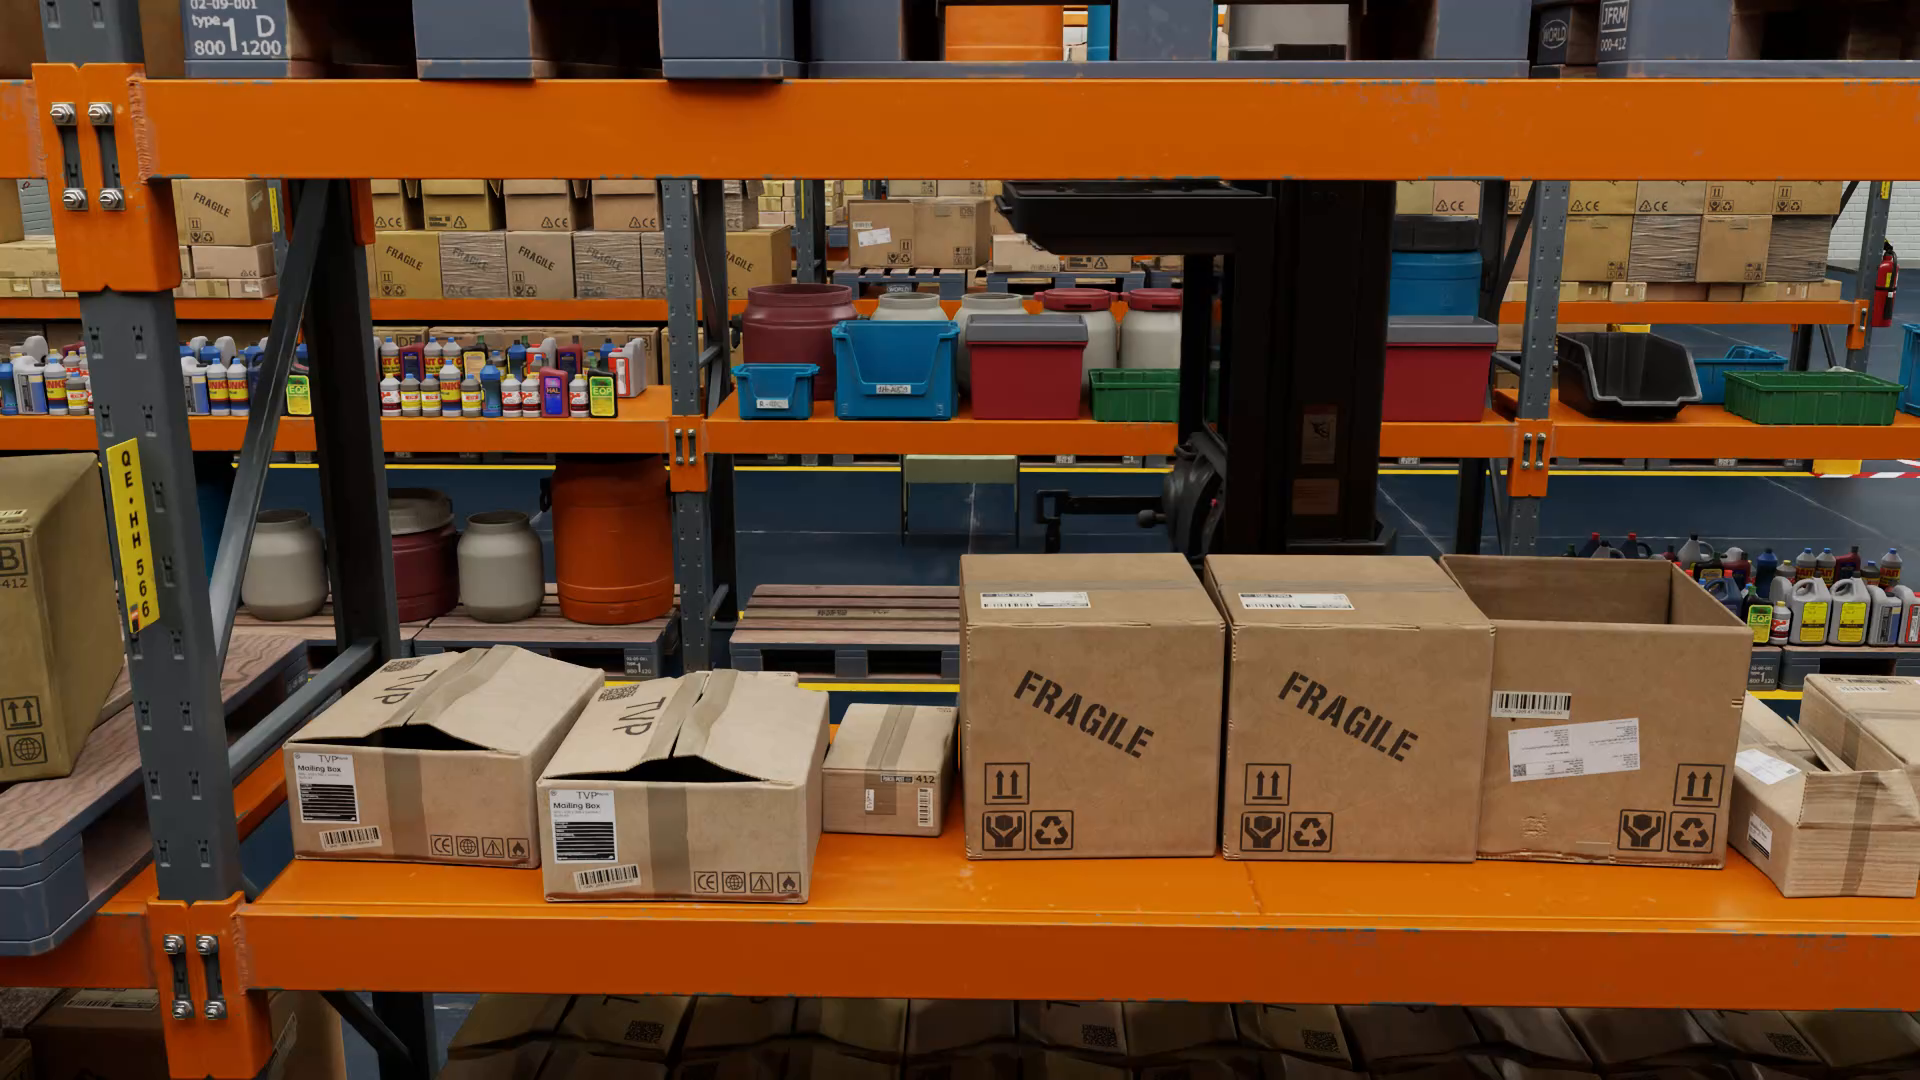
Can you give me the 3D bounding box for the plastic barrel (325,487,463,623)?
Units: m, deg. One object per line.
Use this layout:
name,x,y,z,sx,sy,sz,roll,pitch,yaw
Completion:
plastic barrel,-2.910,0.069,8.602,0.708,0.588,0.600,0,15,1

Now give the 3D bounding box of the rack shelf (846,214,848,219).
rack shelf,-2.912,-4.343,22.832,4.000,0.370,1.077,0,15,1

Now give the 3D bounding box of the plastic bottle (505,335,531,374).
plastic bottle,-2.312,-0.932,8.722,0.133,0.283,0.061,0,15,1

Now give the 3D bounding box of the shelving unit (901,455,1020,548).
shelving unit,0.007,-0.725,10.649,0.755,1.500,0.431,0,15,1

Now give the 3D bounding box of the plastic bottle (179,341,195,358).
plastic bottle,-4.004,-0.894,8.600,0.097,0.271,0.097,0,15,0

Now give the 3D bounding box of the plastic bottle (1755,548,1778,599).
plastic bottle,4.256,0.175,8.781,0.097,0.271,0.097,0,15,0

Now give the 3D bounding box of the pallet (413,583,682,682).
pallet,-2.081,0.466,8.660,1.213,0.211,1.003,0,15,1

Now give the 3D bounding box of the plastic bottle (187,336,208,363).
plastic bottle,-4.019,-0.928,8.721,0.135,0.276,0.152,0,15,1

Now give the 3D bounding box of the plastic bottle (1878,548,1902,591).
plastic bottle,4.901,0.180,8.765,0.097,0.271,0.097,0,15,0

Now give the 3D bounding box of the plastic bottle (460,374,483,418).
plastic bottle,-2.345,-0.694,7.981,0.097,0.201,0.097,0,15,0

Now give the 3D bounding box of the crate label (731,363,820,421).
crate label,-0.880,-0.708,7.973,0.416,0.233,0.303,0,15,1

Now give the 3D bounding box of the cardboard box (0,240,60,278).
cardboard box,-7.146,-2.194,12.988,0.500,0.250,0.500,0,15,0

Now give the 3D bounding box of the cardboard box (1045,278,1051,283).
cardboard box,1.148,-3.595,22.915,0.625,0.372,0.950,1,15,3

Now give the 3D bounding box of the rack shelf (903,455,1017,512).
rack shelf,0.007,-0.410,10.732,0.720,0.370,0.431,0,15,1

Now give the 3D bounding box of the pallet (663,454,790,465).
pallet,-1.952,-0.827,13.560,1.213,0.211,1.003,0,15,1

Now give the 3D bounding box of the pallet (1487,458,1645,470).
pallet,4.728,-0.774,13.359,1.213,0.211,1.003,0,15,1

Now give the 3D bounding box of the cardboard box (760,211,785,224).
cardboard box,-1.948,-3.386,17.464,0.250,0.149,0.380,1,15,2

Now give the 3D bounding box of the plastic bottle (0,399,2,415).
plastic bottle,-4.686,-0.710,8.039,0.097,0.201,0.097,0,15,0

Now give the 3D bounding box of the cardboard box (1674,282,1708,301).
cardboard box,5.542,-1.934,12.785,0.250,0.149,0.380,0,15,1

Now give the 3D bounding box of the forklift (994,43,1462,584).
forklift,0.620,-0.164,5.715,3.031,2.935,1.130,0,15,-1

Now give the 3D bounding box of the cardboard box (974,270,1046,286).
cardboard box,0.543,-2.499,18.017,0.750,0.750,1.050,1,15,2

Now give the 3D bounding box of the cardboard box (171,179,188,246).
cardboard box,-6.131,-2.550,12.866,0.500,0.500,0.500,1,15,2

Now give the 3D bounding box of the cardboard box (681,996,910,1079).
cardboard box,-0.373,1.173,3.981,0.500,0.311,0.500,0,15,1

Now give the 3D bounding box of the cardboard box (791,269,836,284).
cardboard box,-1.621,-2.838,18.325,0.500,0.250,0.500,0,15,-1

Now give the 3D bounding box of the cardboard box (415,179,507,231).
cardboard box,-3.840,-2.701,13.034,0.637,0.503,0.797,1,15,2

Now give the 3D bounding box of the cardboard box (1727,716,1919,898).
cardboard box,1.693,0.508,3.299,0.258,0.266,0.396,0,15,0

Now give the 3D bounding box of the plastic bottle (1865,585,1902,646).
plastic bottle,4.468,0.359,8.076,0.135,0.276,0.152,0,15,0

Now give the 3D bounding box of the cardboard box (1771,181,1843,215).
cardboard box,6.276,-2.715,12.511,0.500,0.500,0.500,0,15,1

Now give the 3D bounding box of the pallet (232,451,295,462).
pallet,-5.922,-0.853,13.661,1.213,0.211,1.003,0,15,1

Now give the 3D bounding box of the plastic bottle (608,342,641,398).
plastic bottle,-1.720,-0.874,8.517,0.135,0.276,0.152,0,15,1

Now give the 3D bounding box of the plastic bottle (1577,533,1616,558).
plastic bottle,3.358,0.137,8.770,0.185,0.351,0.144,0,15,0

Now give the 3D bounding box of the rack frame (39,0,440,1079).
rack frame,-1.422,0.376,3.534,0.053,2.616,0.949,0,15,1

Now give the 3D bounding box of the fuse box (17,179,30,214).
fuse box,-14.348,-4.673,25.197,0.414,1.711,0.539,0,15,1

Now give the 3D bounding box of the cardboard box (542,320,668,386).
cardboard box,-2.746,-1.344,13.396,0.875,0.875,1.225,0,15,2

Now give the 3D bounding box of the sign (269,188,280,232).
sign,-5.177,-2.492,12.554,0.005,0.325,0.100,0,15,1

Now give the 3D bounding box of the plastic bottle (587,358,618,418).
plastic bottle,-1.707,-0.725,7.937,0.133,0.283,0.061,0,15,1

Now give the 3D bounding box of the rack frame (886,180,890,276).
rack frame,-0.912,-4.678,22.691,0.127,3.000,1.000,0,15,1

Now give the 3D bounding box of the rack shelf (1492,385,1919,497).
rack shelf,4.706,-0.501,8.268,4.000,0.370,1.077,0,15,1

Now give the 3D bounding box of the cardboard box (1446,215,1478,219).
cardboard box,3.781,-2.286,12.846,0.500,0.500,0.875,0,15,1

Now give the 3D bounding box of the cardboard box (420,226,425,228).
cardboard box,-4.195,-2.287,13.432,0.500,0.500,0.500,1,15,3

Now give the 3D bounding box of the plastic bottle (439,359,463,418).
plastic bottle,-2.442,-0.729,7.975,0.097,0.271,0.097,0,15,0

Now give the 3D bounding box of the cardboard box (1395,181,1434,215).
cardboard box,3.277,-2.733,12.578,0.500,0.500,0.500,0,15,1

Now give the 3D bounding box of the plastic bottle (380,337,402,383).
plastic bottle,-2.986,-0.926,8.722,0.097,0.271,0.097,0,15,0

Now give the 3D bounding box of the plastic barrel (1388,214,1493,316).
plastic barrel,2.328,-1.184,8.464,0.708,0.901,0.600,0,15,1

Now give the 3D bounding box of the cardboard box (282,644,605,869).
cardboard box,-1.060,0.432,3.497,0.500,0.311,0.500,1,15,5

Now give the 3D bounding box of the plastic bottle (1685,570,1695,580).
plastic bottle,3.503,0.318,8.087,0.185,0.351,0.144,1,15,3

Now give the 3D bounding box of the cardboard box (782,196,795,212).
cardboard box,-1.710,-3.529,17.422,0.250,0.149,0.380,1,15,4

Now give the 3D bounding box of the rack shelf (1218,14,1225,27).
rack shelf,5.209,-8.264,26.719,4.000,0.370,1.077,0,15,1

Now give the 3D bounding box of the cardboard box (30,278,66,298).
cardboard box,-7.016,-1.984,12.973,0.250,0.149,0.380,1,15,2

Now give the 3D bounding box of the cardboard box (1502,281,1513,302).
cardboard box,4.040,-1.914,12.708,0.250,0.149,0.380,0,15,1

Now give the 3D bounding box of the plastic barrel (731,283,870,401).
plastic barrel,-0.820,-1.028,8.589,0.708,0.536,0.600,0,15,1

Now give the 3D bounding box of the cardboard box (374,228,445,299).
cardboard box,-4.208,-2.155,12.934,0.500,0.500,0.500,0,15,2

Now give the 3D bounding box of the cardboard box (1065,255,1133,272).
cardboard box,1.098,-2.365,12.900,0.637,0.503,0.797,2,15,7

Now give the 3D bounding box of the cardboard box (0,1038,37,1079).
cardboard box,-2.363,1.425,3.596,0.500,0.500,0.500,1,15,4

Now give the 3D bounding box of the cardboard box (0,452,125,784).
cardboard box,-2.055,0.149,3.377,0.500,0.500,0.700,-5,16,-17

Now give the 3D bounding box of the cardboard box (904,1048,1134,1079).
cardboard box,0.129,1.314,3.446,0.500,0.311,0.500,0,15,0
